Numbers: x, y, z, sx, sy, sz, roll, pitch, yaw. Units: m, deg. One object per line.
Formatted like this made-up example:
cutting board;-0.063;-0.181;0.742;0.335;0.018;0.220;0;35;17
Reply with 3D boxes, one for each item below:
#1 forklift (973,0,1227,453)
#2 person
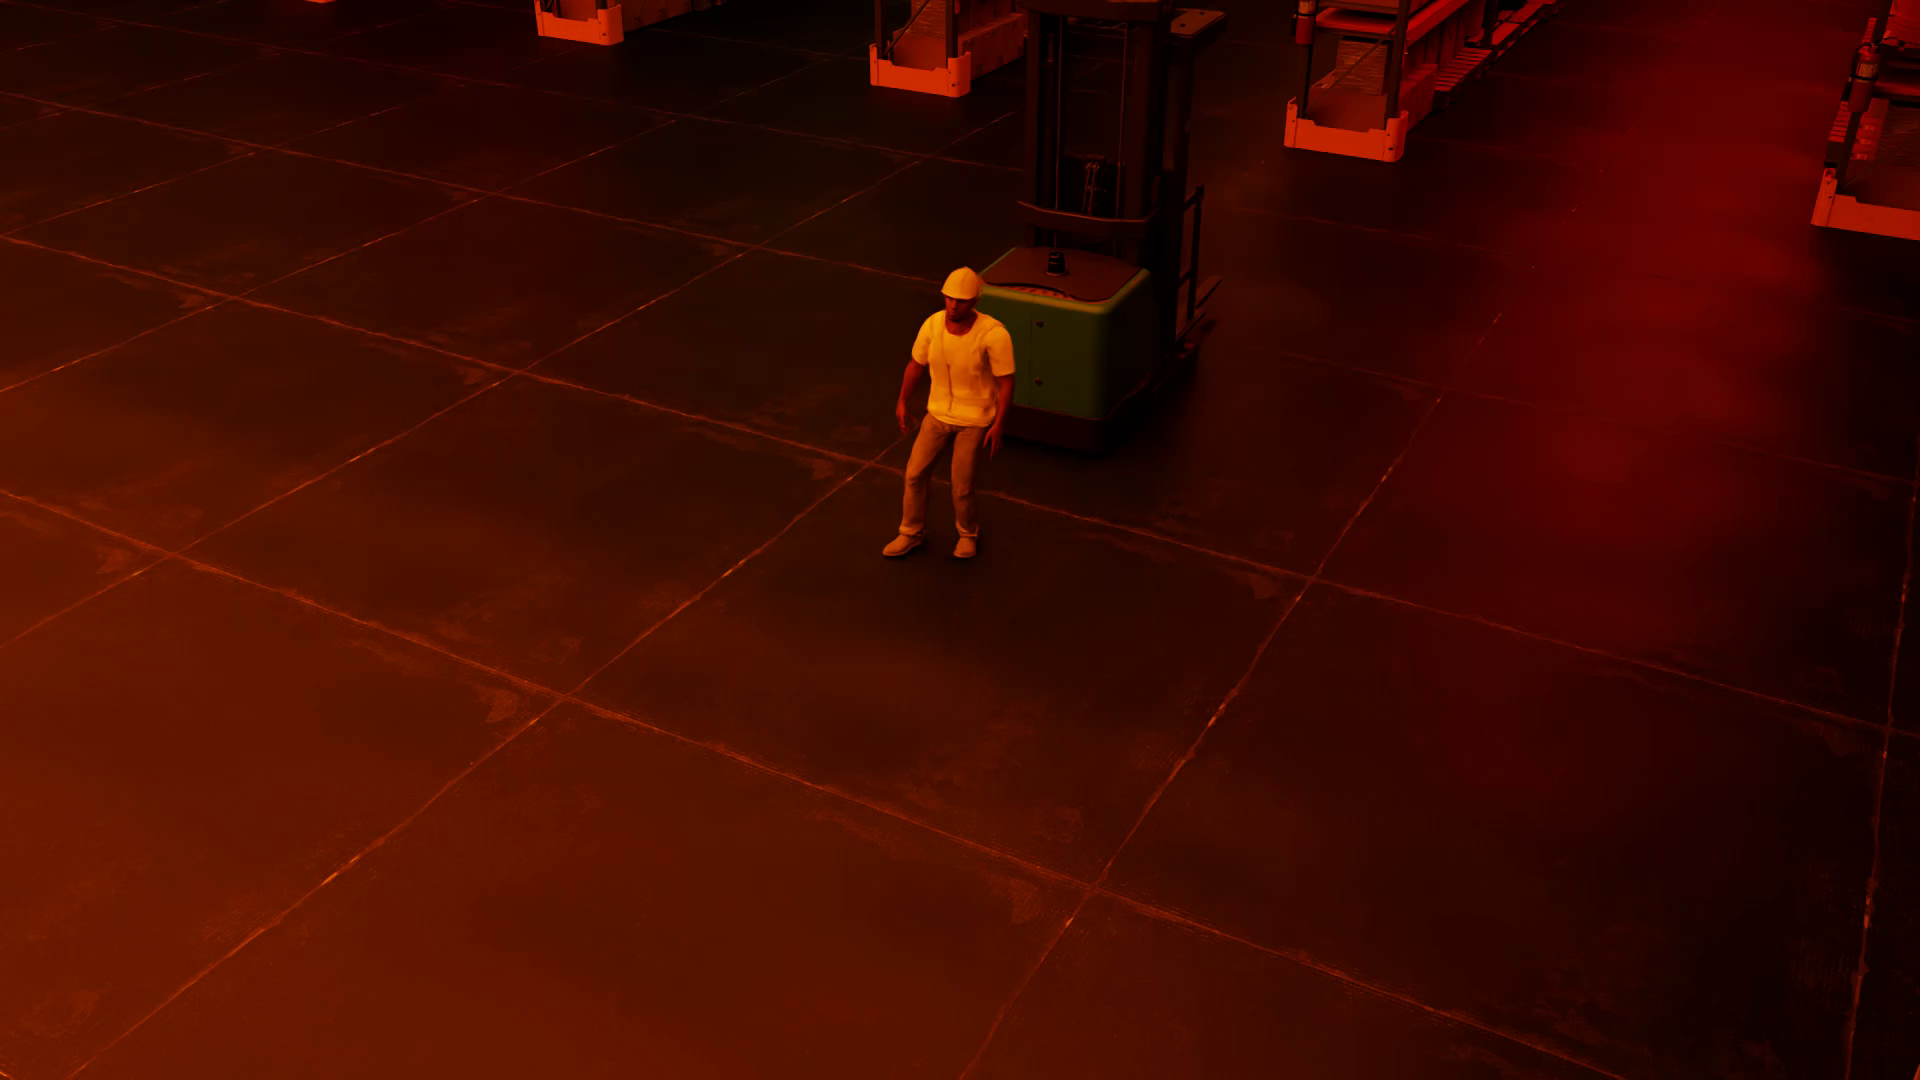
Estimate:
forklift;1.110;-2.552;11.493;1.130;2.935;3.031;14;33;22
person;-0.065;-0.687;9.473;0.724;1.740;0.581;16;34;26
